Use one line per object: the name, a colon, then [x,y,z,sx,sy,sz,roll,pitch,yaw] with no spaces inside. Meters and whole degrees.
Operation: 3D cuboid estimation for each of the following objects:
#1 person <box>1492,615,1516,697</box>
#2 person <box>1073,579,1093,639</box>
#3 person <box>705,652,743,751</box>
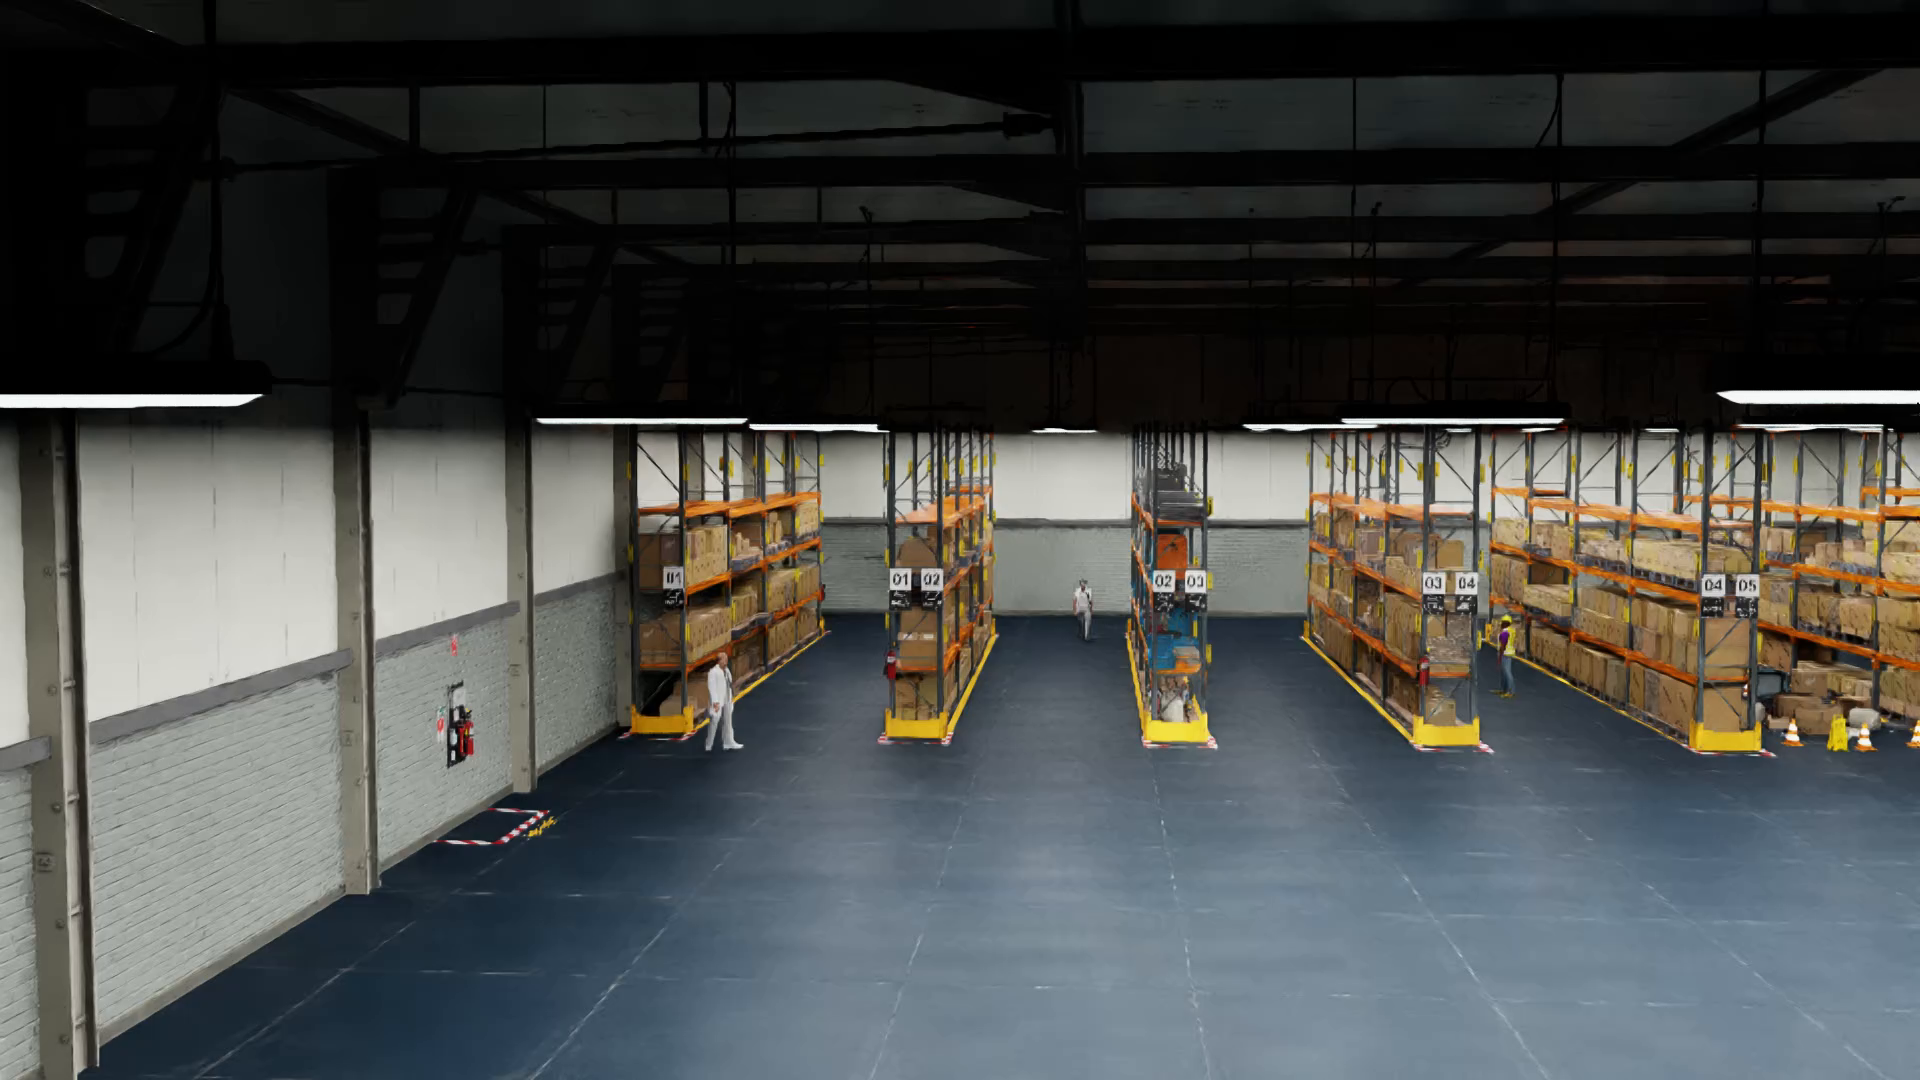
person: [11.936,2.522,36.440,0.559,1.762,0.661,2,4,33]
person: [3.443,1.920,46.614,0.542,1.675,1.126,0,4,7]
person: [-4.337,2.920,30.116,0.526,1.778,0.677,2,4,32]
